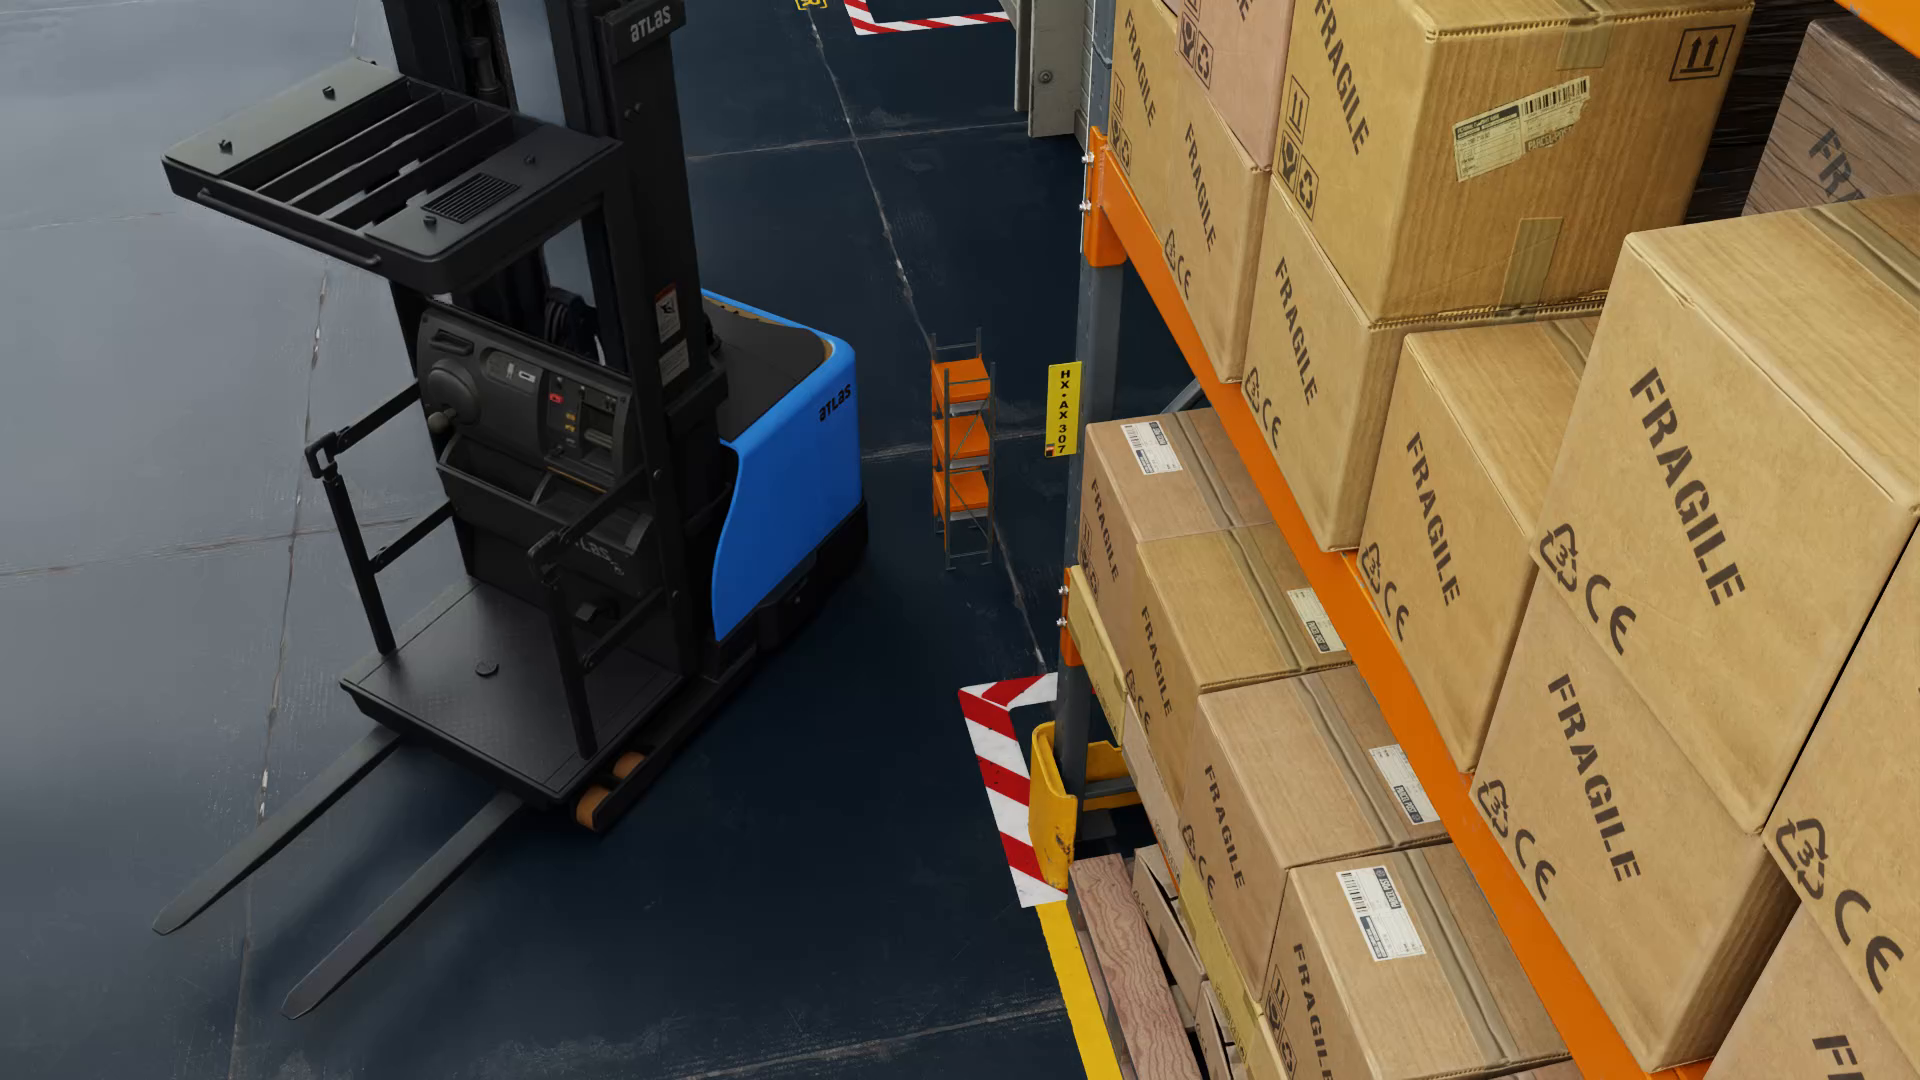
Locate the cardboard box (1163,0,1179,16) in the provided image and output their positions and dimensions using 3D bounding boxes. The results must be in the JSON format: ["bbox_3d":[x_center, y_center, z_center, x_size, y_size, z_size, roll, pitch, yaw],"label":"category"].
[{"bbox_3d":[0.674,-1.381,3.443,0.500,0.500,0.500,-11,43,-12],"label":"cardboard box"}]

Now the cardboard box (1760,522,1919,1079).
[{"bbox_3d":[1.189,0.286,1.566,0.500,0.500,0.500,-6,42,-7],"label":"cardboard box"}]

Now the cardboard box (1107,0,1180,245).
[{"bbox_3d":[0.656,-1.039,3.811,0.500,0.500,0.500,-7,42,-8],"label":"cardboard box"}]

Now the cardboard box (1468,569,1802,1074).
[{"bbox_3d":[1.087,0.326,2.274,0.500,0.500,0.500,-10,43,-11],"label":"cardboard box"}]

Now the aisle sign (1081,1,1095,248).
[{"bbox_3d":[0.519,-1.101,4.273,0.394,0.787,0.004,-8,42,-9],"label":"aisle sign"}]

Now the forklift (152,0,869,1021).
[{"bbox_3d":[-1.590,-0.395,5.487,1.130,2.935,3.031,22,46,23],"label":"forklift"}]

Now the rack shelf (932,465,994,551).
[{"bbox_3d":[0.012,-0.142,7.054,0.215,0.259,0.240,-8,42,-9],"label":"rack shelf"}]

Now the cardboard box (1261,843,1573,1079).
[{"bbox_3d":[0.962,0.986,3.413,0.500,0.500,0.500,-7,42,-8],"label":"cardboard box"}]

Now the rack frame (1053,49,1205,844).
[{"bbox_3d":[0.827,-0.125,5.131,1.000,3.000,0.127,-8,42,-9],"label":"rack frame"}]

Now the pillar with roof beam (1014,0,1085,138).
[{"bbox_3d":[-3.675,-5.311,6.455,9.100,9.000,0.400,-8,42,-9],"label":"pillar with roof beam"}]

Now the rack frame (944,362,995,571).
[{"bbox_3d":[0.038,-0.279,6.773,0.200,1.050,0.008,-8,42,-9],"label":"rack frame"}]

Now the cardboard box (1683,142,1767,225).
[{"bbox_3d":[1.394,-0.406,3.098,0.500,0.500,0.500,-10,43,-11],"label":"cardboard box"}]

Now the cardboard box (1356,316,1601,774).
[{"bbox_3d":[0.989,-0.006,2.647,0.500,0.500,0.500,-6,42,-7],"label":"cardboard box"}]

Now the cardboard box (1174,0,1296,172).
[{"bbox_3d":[0.732,-1.049,3.069,0.500,0.500,0.500,-9,42,-10],"label":"cardboard box"}]

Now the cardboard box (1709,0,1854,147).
[{"bbox_3d":[1.304,-1.072,3.095,0.500,0.500,0.500,-6,42,-7],"label":"cardboard box"}]

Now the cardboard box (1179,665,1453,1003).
[{"bbox_3d":[0.839,0.653,3.788,0.500,0.500,0.500,-10,42,-11],"label":"cardboard box"}]

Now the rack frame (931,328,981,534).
[{"bbox_3d":[-0.015,-0.437,6.951,0.200,1.050,0.008,-8,42,-9],"label":"rack frame"}]

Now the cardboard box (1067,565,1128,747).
[{"bbox_3d":[0.623,0.285,4.767,0.500,0.250,0.500,-9,42,-11],"label":"cardboard box"}]

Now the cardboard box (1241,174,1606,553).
[{"bbox_3d":[0.853,-0.350,3.035,0.500,0.500,0.500,-7,42,-7],"label":"cardboard box"}]

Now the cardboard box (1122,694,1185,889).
[{"bbox_3d":[0.749,0.620,4.390,0.500,0.250,0.500,-10,42,-11],"label":"cardboard box"}]

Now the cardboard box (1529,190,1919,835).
[{"bbox_3d":[1.066,-0.050,1.943,0.500,0.500,0.500,-10,43,-11],"label":"cardboard box"}]

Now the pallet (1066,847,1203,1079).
[{"bbox_3d":[0.985,1.499,5.403,1.003,0.211,1.213,-8,42,-9],"label":"pallet"}]

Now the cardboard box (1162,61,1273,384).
[{"bbox_3d":[0.737,-0.686,3.413,0.500,0.500,0.500,-6,42,-6],"label":"cardboard box"}]

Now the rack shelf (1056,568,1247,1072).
[{"bbox_3d":[1.259,1.440,3.910,1.077,0.370,4.000,-8,42,-9],"label":"rack shelf"}]

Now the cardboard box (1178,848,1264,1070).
[{"bbox_3d":[0.853,0.951,4.017,0.500,0.250,0.500,-9,42,-10],"label":"cardboard box"}]

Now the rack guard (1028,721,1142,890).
[{"bbox_3d":[0.844,0.859,5.906,1.175,0.500,0.348,-8,42,-9],"label":"rack guard"}]

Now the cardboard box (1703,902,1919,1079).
[{"bbox_3d":[1.244,0.679,1.875,0.500,0.500,0.500,-12,43,-13],"label":"cardboard box"}]

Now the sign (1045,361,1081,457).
[{"bbox_3d":[0.298,-0.371,4.756,0.100,0.325,0.005,-8,42,-9],"label":"sign"}]

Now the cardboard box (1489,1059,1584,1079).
[{"bbox_3d":[1.075,1.323,3.033,0.500,0.500,0.500,-9,42,-11],"label":"cardboard box"}]

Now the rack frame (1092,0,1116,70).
[{"bbox_3d":[0.827,-2.369,3.140,1.000,3.000,0.127,-8,42,-9],"label":"rack frame"}]

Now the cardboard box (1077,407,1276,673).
[{"bbox_3d":[0.637,-0.004,4.529,0.500,0.500,0.500,-8,42,-9],"label":"cardboard box"}]

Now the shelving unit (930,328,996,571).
[{"bbox_3d":[0.012,-0.358,6.862,0.215,1.050,0.252,-8,42,-9],"label":"shelving unit"}]

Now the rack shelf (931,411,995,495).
[{"bbox_3d":[0.012,-0.350,6.869,0.215,0.259,0.240,-8,42,-9],"label":"rack shelf"}]

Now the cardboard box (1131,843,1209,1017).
[{"bbox_3d":[0.889,1.177,5.358,0.500,0.311,0.500,-13,43,-14],"label":"cardboard box"}]

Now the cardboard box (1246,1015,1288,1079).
[{"bbox_3d":[0.960,1.279,3.648,0.500,0.250,0.500,-8,42,-9],"label":"cardboard box"}]

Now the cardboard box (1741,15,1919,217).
[{"bbox_3d":[1.490,-0.422,2.363,0.500,0.500,0.500,-8,42,-9],"label":"cardboard box"}]

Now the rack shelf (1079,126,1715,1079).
[{"bbox_3d":[1.259,0.319,2.914,1.077,0.370,4.000,-8,42,-9],"label":"rack shelf"}]

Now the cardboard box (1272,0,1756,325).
[{"bbox_3d":[0.854,-0.718,2.697,0.500,0.500,0.500,-7,42,-8],"label":"cardboard box"}]

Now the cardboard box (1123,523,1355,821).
[{"bbox_3d":[0.734,0.317,4.166,0.500,0.500,0.500,-8,42,-9],"label":"cardboard box"}]

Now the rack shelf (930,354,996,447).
[{"bbox_3d":[0.012,-0.562,6.681,0.215,0.259,0.240,-8,42,-9],"label":"rack shelf"}]

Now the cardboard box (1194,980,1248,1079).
[{"bbox_3d":[1.012,1.547,4.942,0.500,0.311,0.500,-5,42,-6],"label":"cardboard box"}]
